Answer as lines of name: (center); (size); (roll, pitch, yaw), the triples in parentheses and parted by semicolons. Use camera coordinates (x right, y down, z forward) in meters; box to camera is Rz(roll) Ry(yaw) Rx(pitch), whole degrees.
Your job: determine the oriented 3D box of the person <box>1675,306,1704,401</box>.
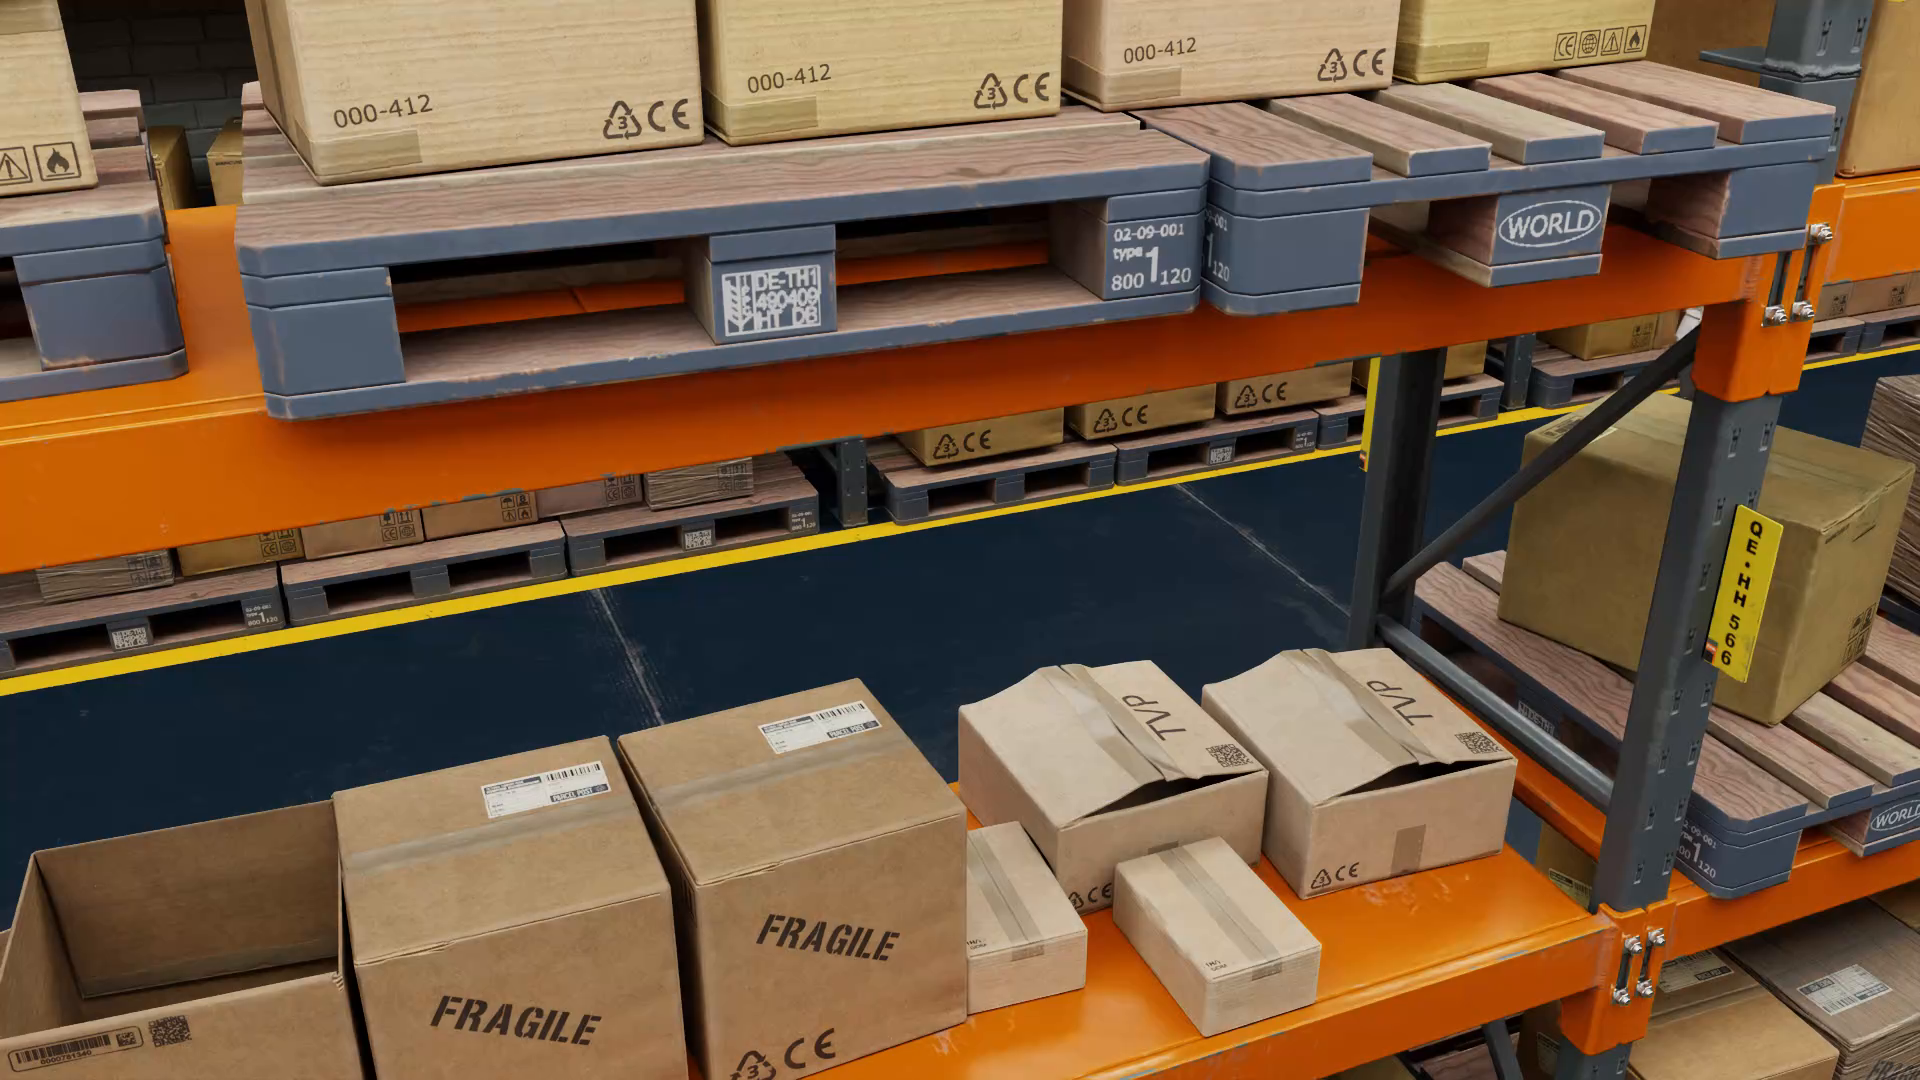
person: (3.564, -0.888, 7.845); (0.483, 1.681, 0.444); (-18, 32, -33)
